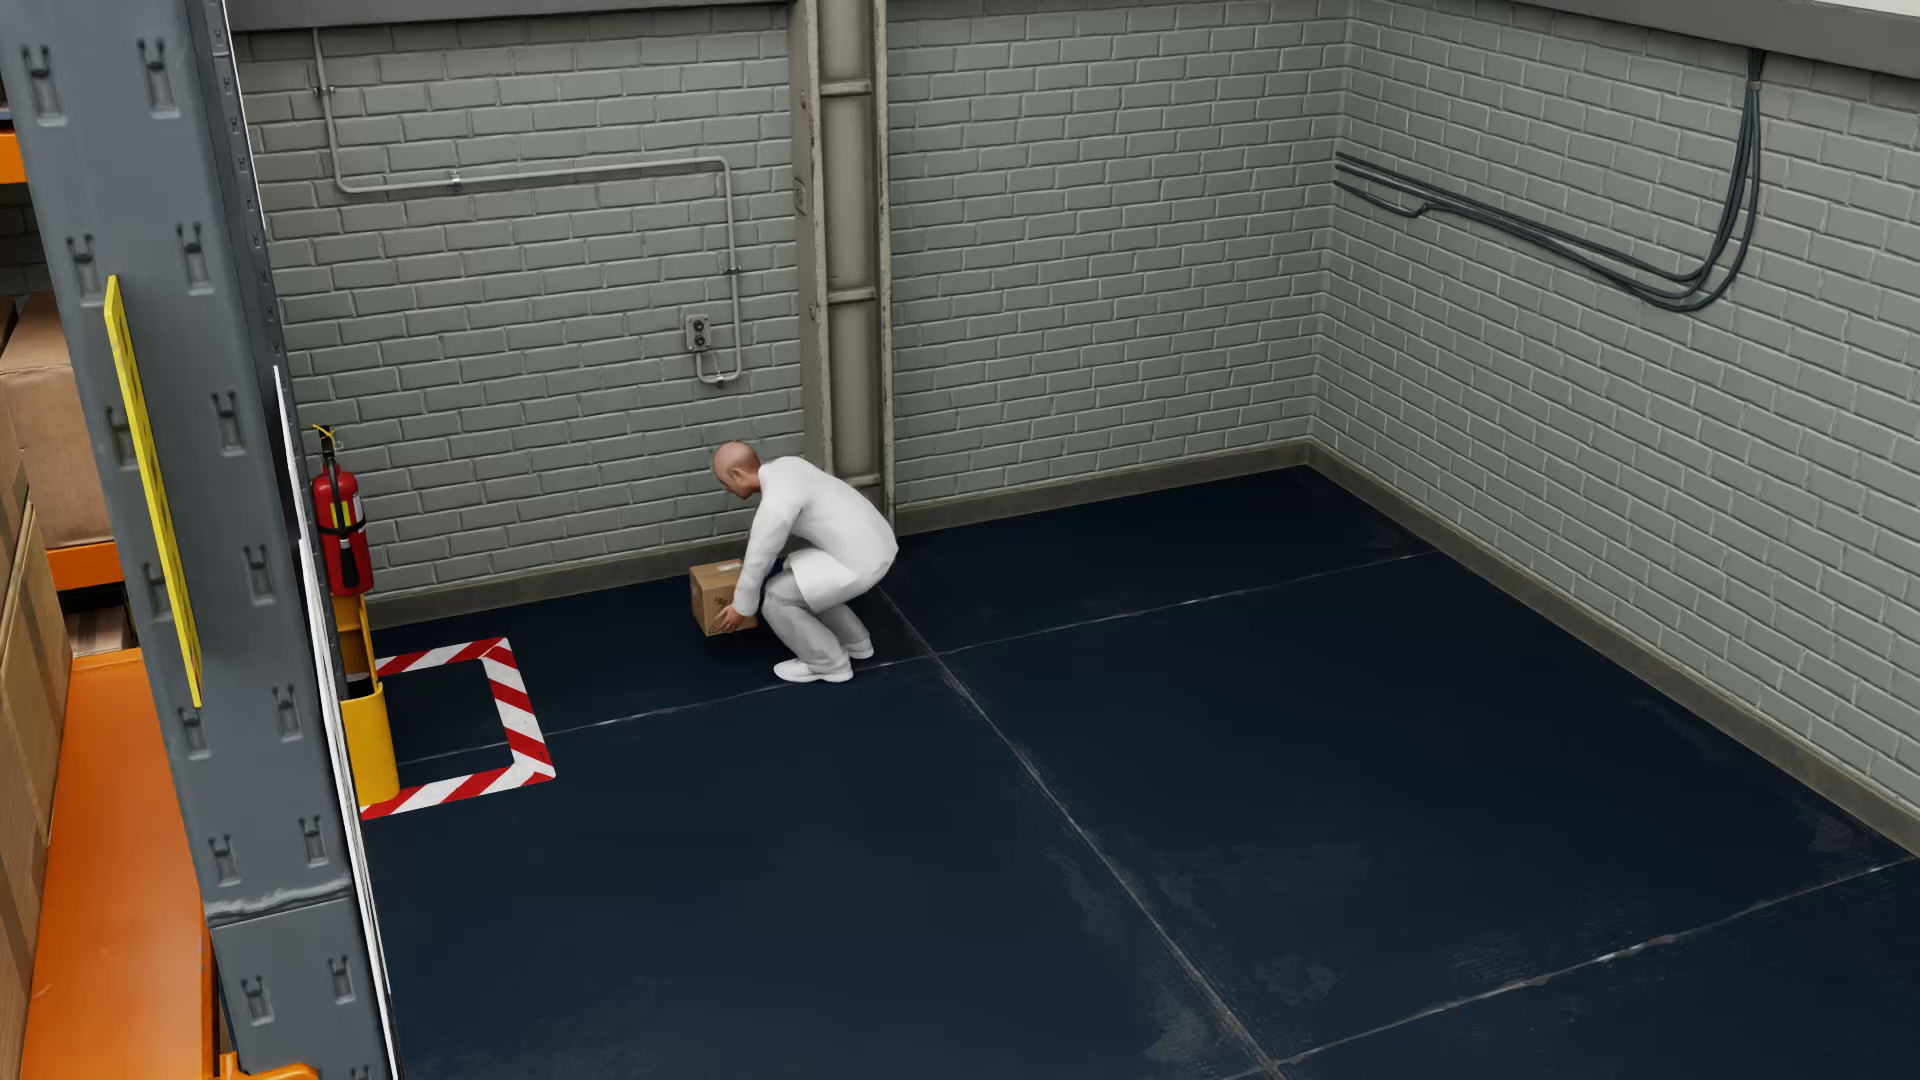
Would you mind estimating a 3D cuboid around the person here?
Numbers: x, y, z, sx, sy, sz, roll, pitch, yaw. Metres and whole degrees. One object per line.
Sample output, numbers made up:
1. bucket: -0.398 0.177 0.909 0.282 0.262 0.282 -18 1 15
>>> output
1. person: -0.719 0.088 7.680 0.861 1.145 0.617 4 26 9
